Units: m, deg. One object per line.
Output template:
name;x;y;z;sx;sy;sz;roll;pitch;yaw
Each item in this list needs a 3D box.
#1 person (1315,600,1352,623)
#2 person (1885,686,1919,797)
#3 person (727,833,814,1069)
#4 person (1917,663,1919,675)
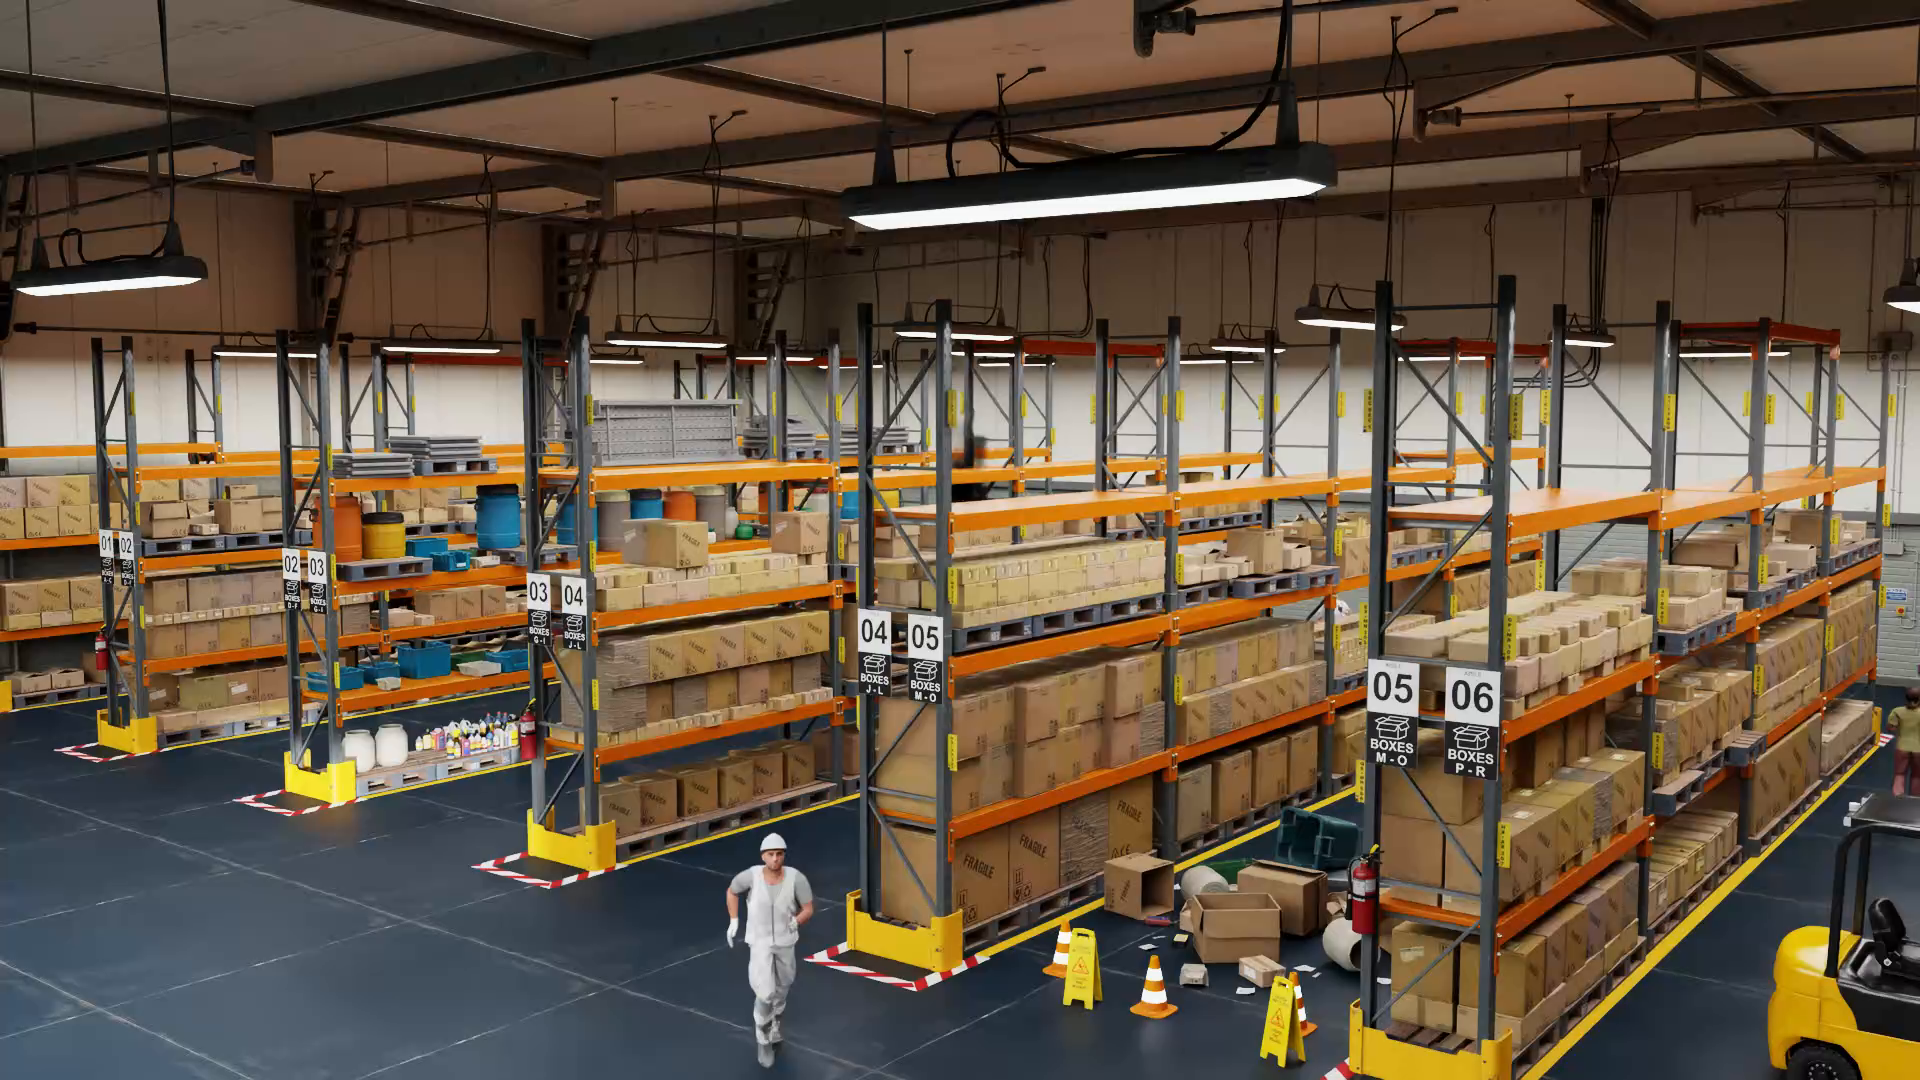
person;6.841;1.689;30.340;0.719;1.713;0.739;1;5;8
person;11.599;2.585;20.271;0.588;1.634;0.793;4;6;36
person;-1.457;3.158;12.863;0.644;1.812;0.821;-1;5;-16
person;14.139;2.208;23.890;0.681;1.823;0.750;1;5;16
